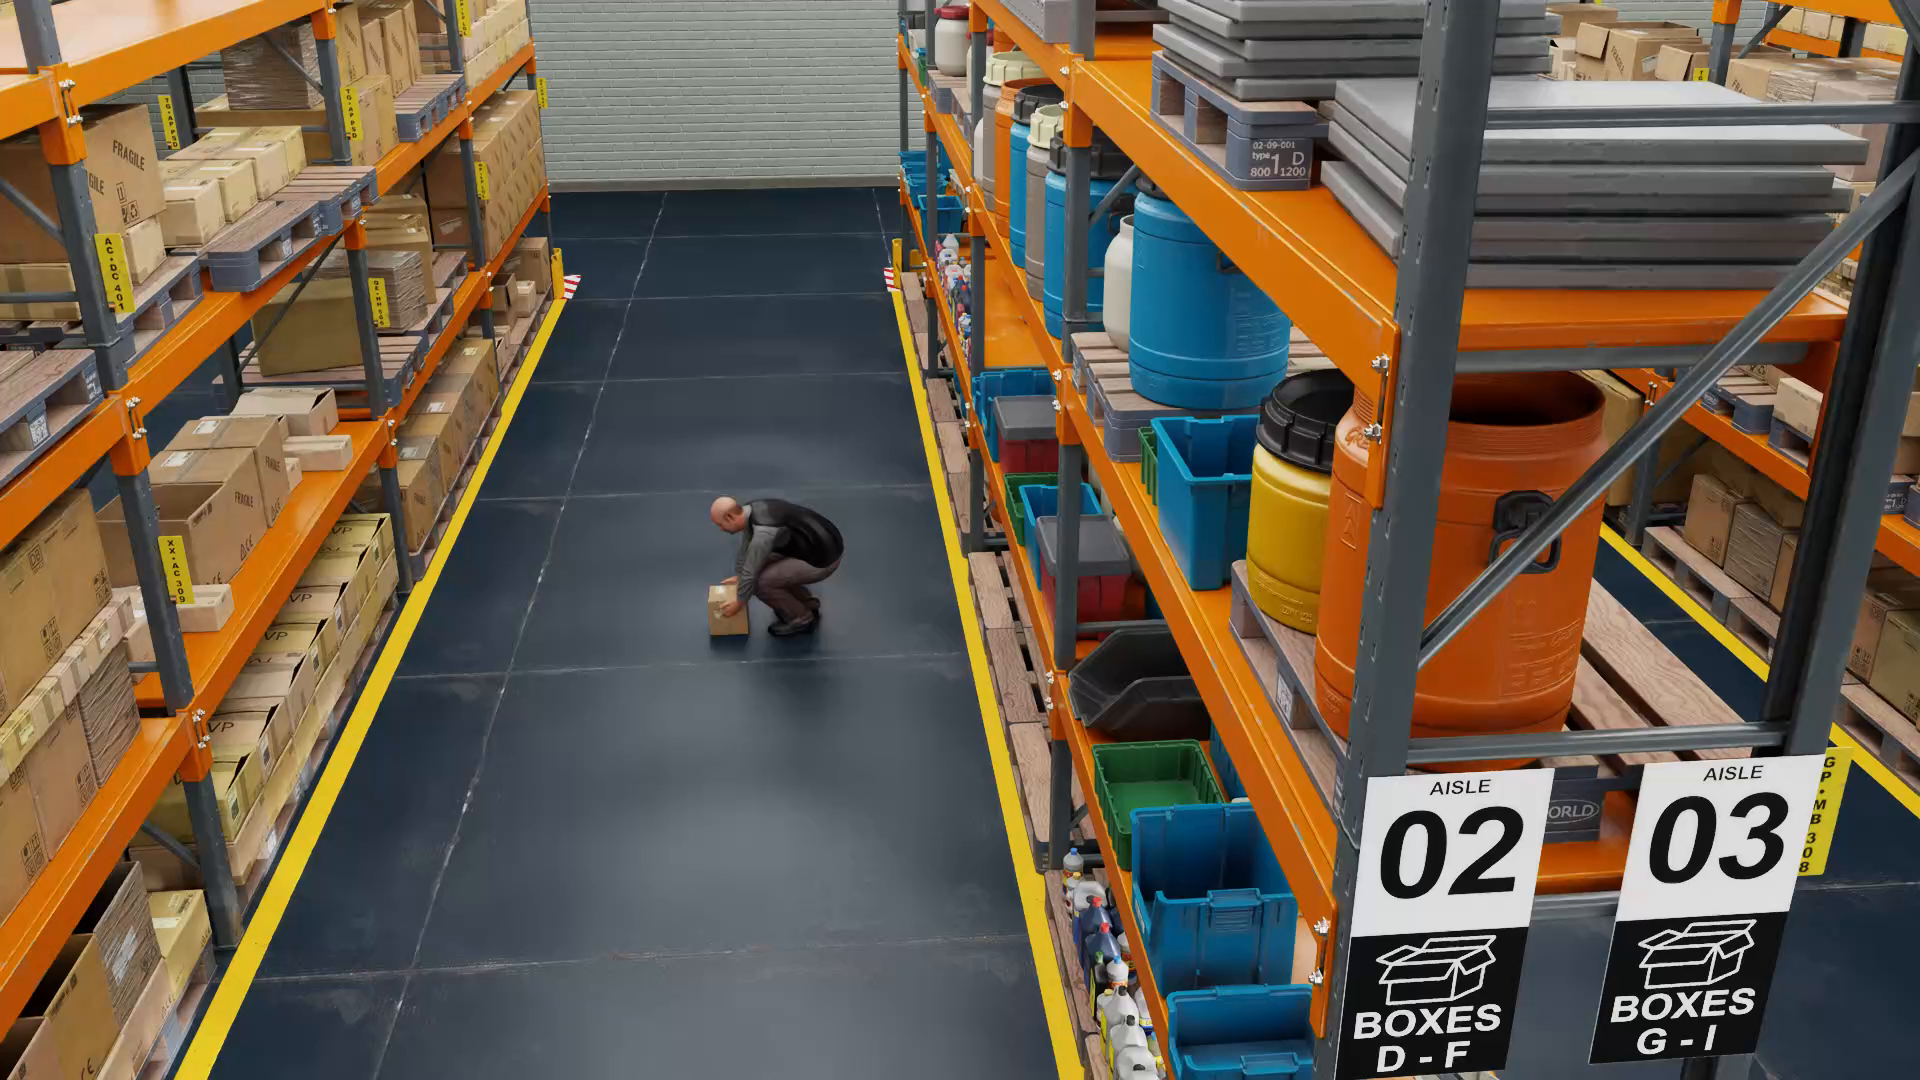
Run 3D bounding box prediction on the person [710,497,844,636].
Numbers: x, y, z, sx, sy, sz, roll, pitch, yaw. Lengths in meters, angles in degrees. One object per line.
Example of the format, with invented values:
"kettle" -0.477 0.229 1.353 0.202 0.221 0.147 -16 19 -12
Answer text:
"person" -1.198 0.140 11.016 0.859 0.963 0.547 -2 24 -5
